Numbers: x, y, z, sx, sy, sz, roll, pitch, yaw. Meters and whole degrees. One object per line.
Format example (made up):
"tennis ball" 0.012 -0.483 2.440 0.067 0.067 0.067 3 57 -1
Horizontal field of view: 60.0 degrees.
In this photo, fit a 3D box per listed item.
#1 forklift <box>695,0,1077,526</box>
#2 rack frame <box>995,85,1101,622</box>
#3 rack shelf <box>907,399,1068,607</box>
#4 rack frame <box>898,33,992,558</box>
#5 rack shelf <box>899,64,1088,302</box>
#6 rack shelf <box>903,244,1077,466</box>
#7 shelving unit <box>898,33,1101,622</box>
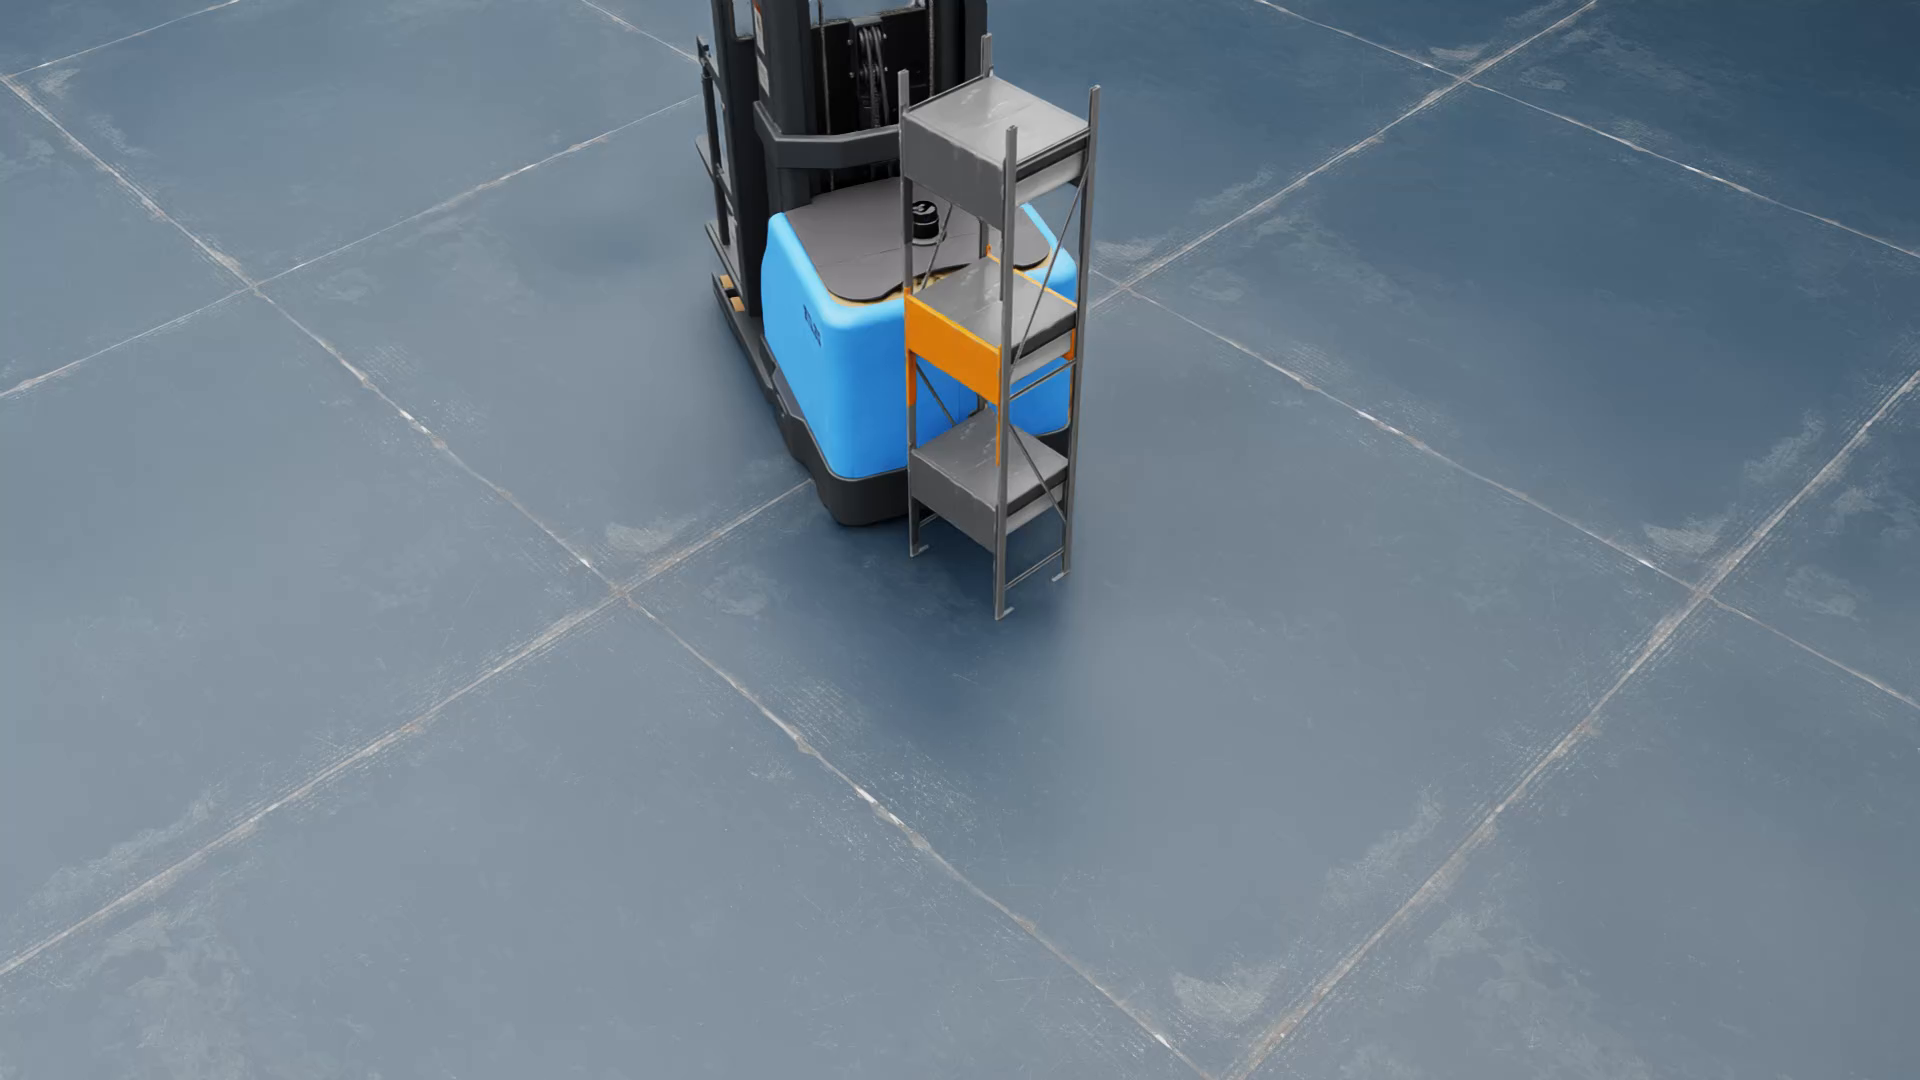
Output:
"forklift" -0.533 -2.147 6.913 1.130 2.935 3.031 -14 45 -15
"rack frame" 0.287 -0.553 5.801 0.400 2.100 0.015 -32 52 -30
"rack shelf" 0.118 -0.149 6.415 0.431 0.518 0.480 -32 52 -30
"rack frame" -0.048 -0.795 6.062 0.400 2.100 0.015 -32 52 -30
"rack shelf" 0.121 -1.179 5.466 0.431 0.518 0.480 -32 52 -30
"rack shelf" 0.120 -0.664 5.941 0.431 0.518 0.480 -32 52 -30
"shelving unit" 0.120 -0.674 5.931 0.431 2.100 0.503 -32 52 -30
